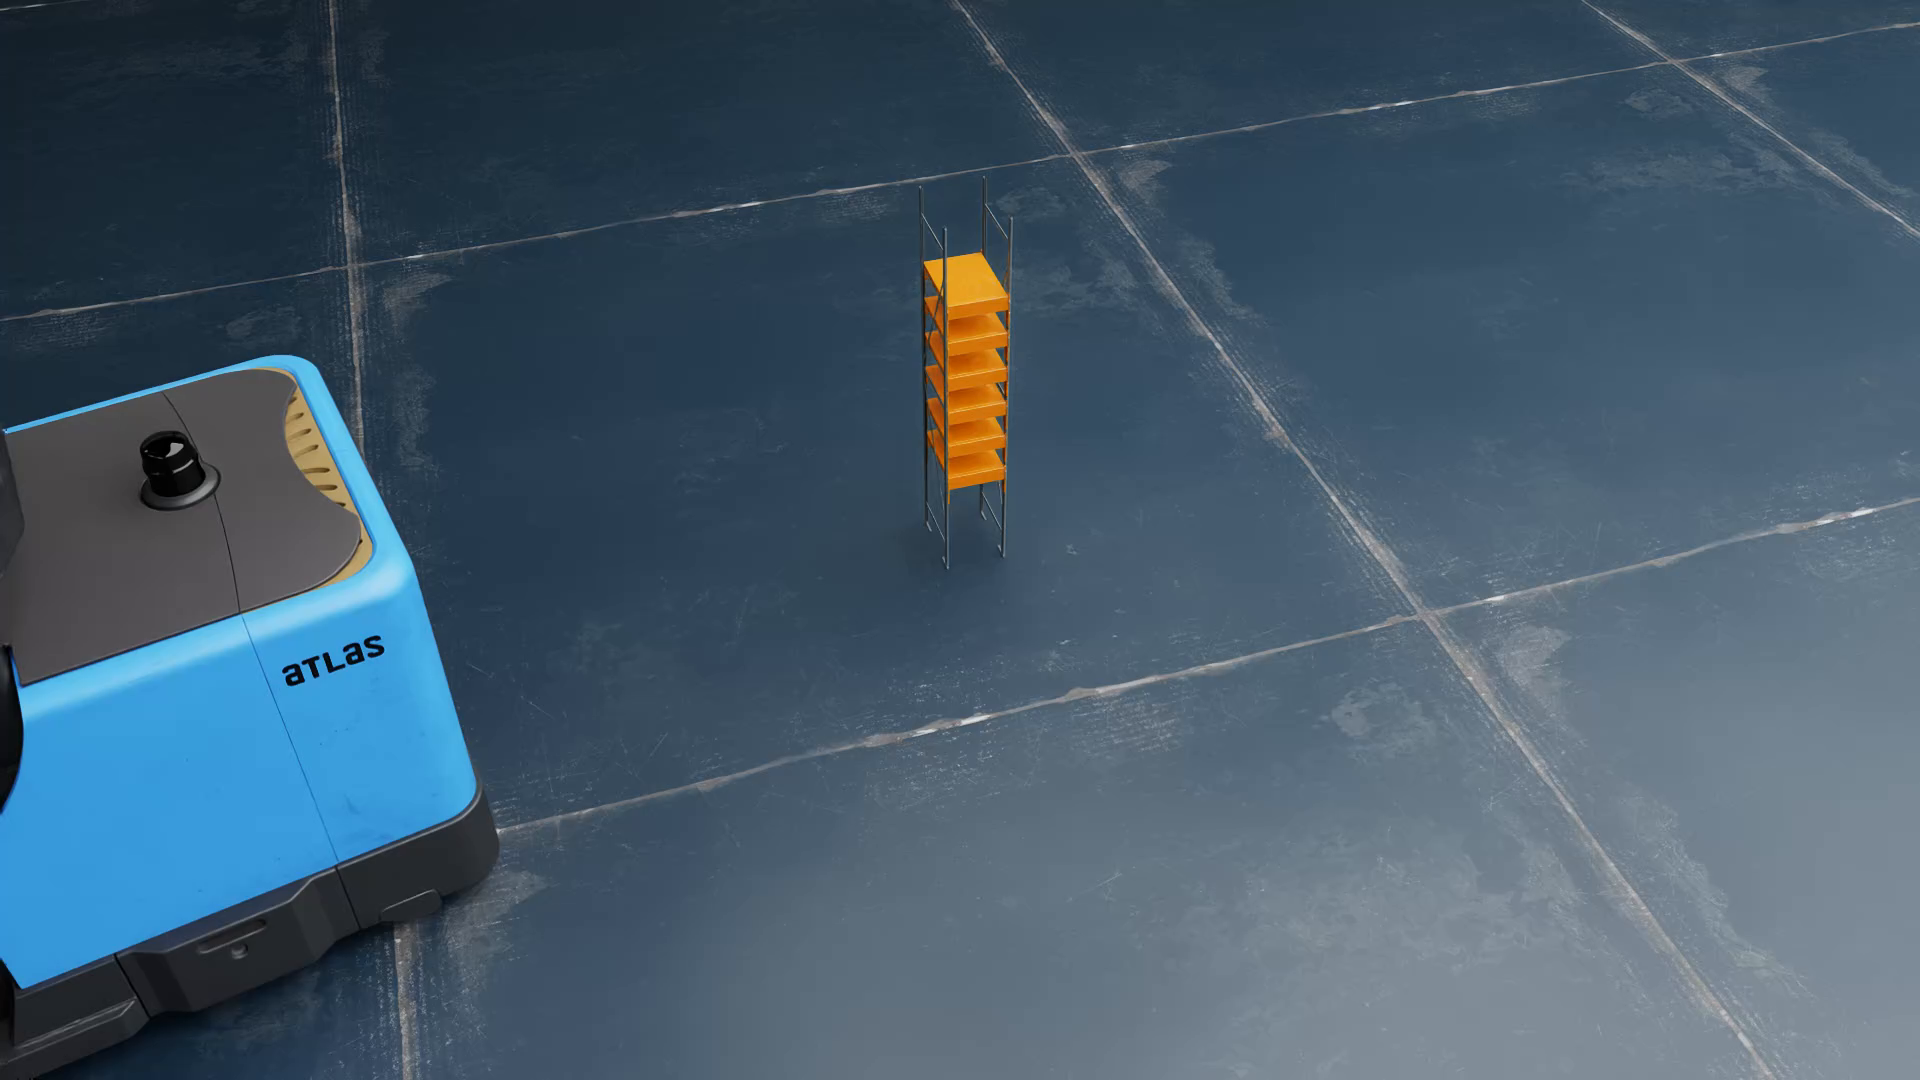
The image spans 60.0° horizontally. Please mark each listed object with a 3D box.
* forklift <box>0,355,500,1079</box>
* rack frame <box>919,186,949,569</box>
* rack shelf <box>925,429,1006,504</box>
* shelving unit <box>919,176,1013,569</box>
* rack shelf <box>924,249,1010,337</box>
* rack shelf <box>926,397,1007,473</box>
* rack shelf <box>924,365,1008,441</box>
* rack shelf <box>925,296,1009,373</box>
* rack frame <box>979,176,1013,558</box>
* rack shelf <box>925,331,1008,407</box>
[{"bbox_3d":[-2.706,-0.026,3.052,3.031,2.935,1.130,-21,45,-22],"label":"forklift"},{"bbox_3d":[-0.073,-0.437,4.838,0.006,1.200,0.240,-12,42,-13],"label":"rack frame"},{"bbox_3d":[0.014,-0.241,5.046,0.180,0.103,0.258,-12,42,-13],"label":"rack shelf"},{"bbox_3d":[0.014,-0.455,4.859,0.189,1.200,0.258,-12,42,-13],"label":"shelving unit"},{"bbox_3d":[0.014,-0.692,4.651,0.180,0.103,0.258,-12,42,-13],"label":"rack shelf"},{"bbox_3d":[0.014,-0.331,4.967,0.180,0.103,0.258,-12,42,-13],"label":"rack shelf"},{"bbox_3d":[0.014,-0.421,4.888,0.180,0.103,0.258,-12,42,-13],"label":"rack shelf"},{"bbox_3d":[0.014,-0.602,4.730,0.180,0.103,0.258,-12,42,-13],"label":"rack shelf"},{"bbox_3d":[0.101,-0.473,4.879,0.006,1.200,0.240,-12,42,-13],"label":"rack frame"},{"bbox_3d":[0.014,-0.512,4.809,0.180,0.103,0.258,-12,42,-13],"label":"rack shelf"}]
